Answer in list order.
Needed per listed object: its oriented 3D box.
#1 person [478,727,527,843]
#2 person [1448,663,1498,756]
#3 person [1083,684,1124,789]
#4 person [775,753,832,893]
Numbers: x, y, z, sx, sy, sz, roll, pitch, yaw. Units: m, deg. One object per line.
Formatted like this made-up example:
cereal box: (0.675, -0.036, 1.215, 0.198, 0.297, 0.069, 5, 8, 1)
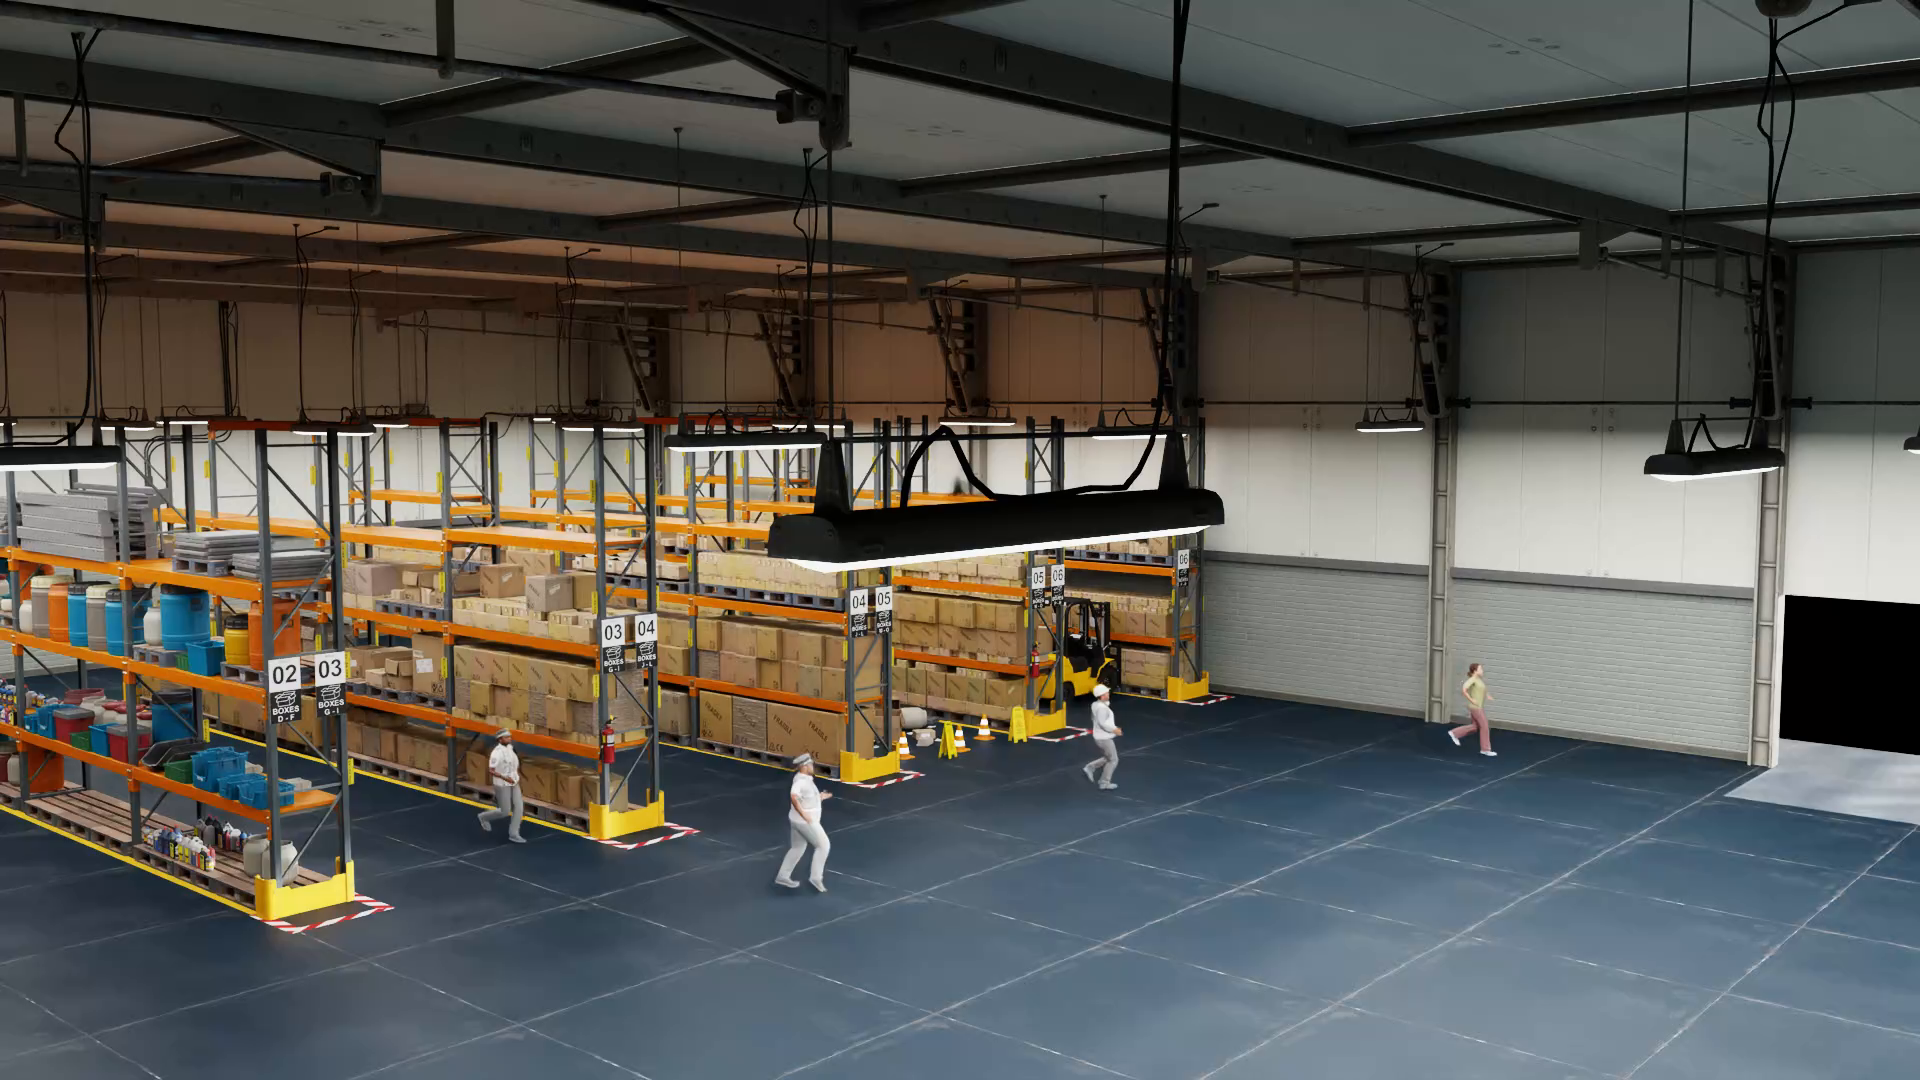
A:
person: (-6.580, 3.517, 23.971, 0.764, 1.677, 0.579, 2, 5, 21)
person: (9.227, 3.030, 29.887, 0.879, 1.669, 0.579, 2, 5, 25)
person: (2.336, 3.212, 27.170, 0.609, 1.722, 0.657, 0, 5, -6)
person: (-2.007, 3.674, 21.528, 0.791, 1.851, 0.638, -2, 5, -23)
